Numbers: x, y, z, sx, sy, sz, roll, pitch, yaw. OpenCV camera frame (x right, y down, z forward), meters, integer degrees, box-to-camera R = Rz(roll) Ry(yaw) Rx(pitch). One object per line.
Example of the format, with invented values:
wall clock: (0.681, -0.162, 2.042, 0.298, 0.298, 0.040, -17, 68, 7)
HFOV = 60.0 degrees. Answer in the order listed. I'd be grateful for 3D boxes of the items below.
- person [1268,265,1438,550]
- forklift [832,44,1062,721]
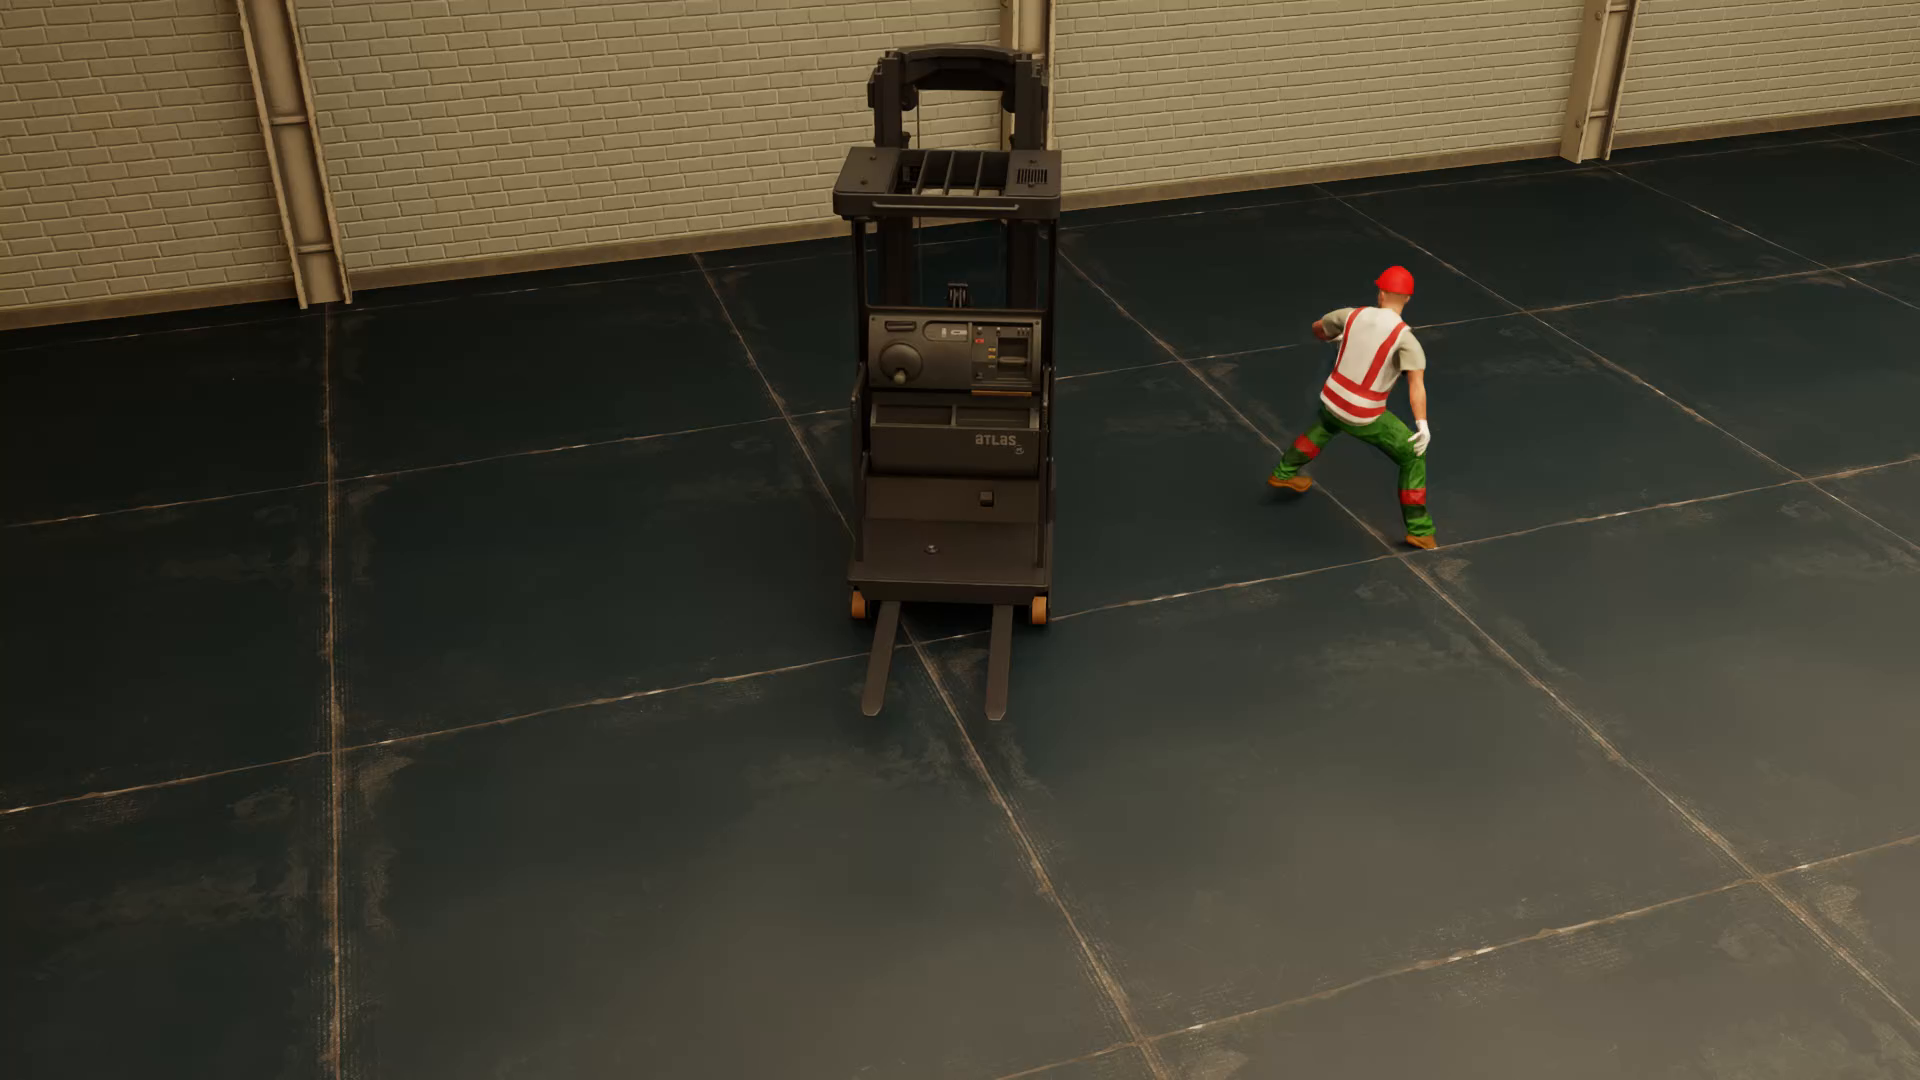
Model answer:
person: (2.444, -0.759, 9.819, 0.561, 1.715, 1.168, -18, 34, -28)
forklift: (-0.039, -0.967, 8.767, 1.130, 2.935, 3.031, 2, 30, 3)
